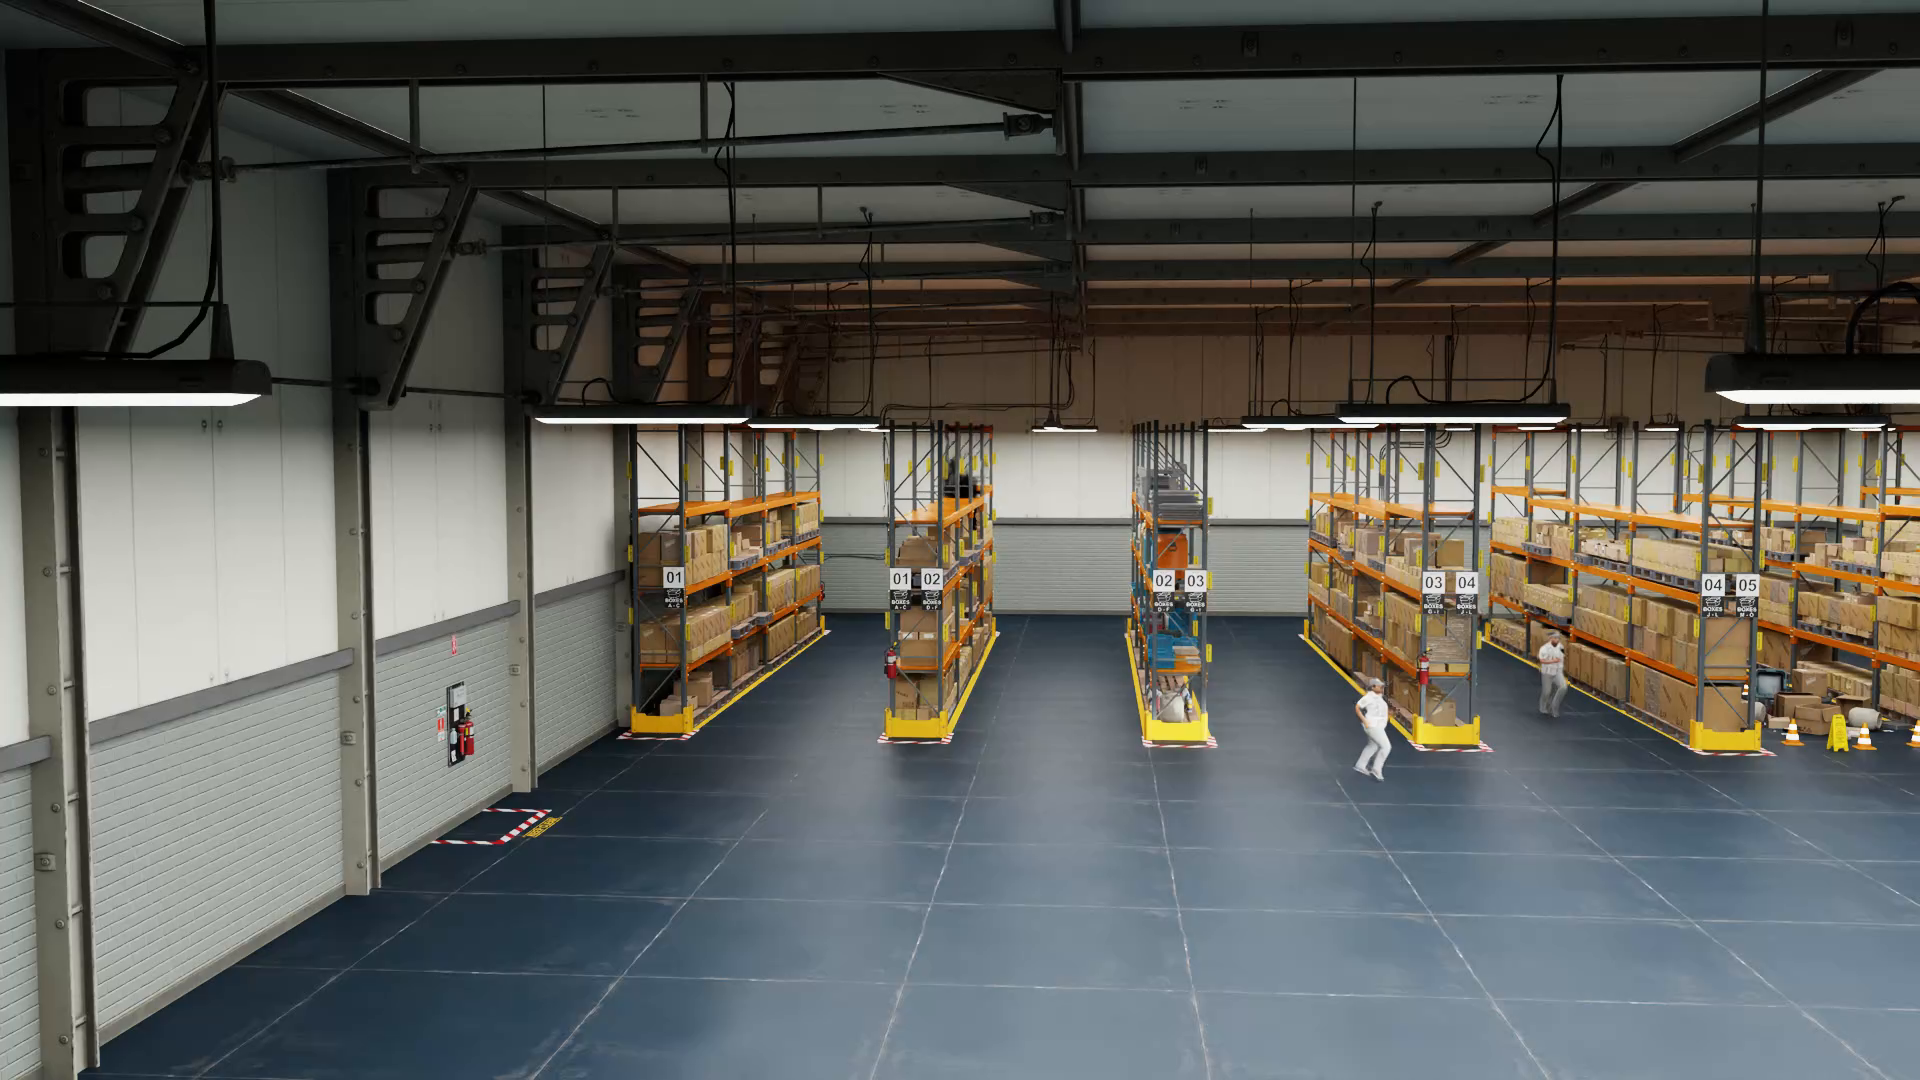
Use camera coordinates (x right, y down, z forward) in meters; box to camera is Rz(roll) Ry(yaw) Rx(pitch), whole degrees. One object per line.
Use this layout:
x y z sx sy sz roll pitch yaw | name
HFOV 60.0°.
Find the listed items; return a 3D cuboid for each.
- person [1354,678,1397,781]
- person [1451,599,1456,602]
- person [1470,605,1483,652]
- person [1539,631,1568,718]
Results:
6.902 3.151 27.656 0.720 1.716 0.577 2 4 30 | person
13.293 2.087 43.876 0.639 1.793 0.815 0 4 1 | person
13.147 2.197 42.779 0.593 1.664 0.556 0 4 7 | person
12.030 2.710 33.747 0.692 1.786 0.838 -1 4 -12 | person
